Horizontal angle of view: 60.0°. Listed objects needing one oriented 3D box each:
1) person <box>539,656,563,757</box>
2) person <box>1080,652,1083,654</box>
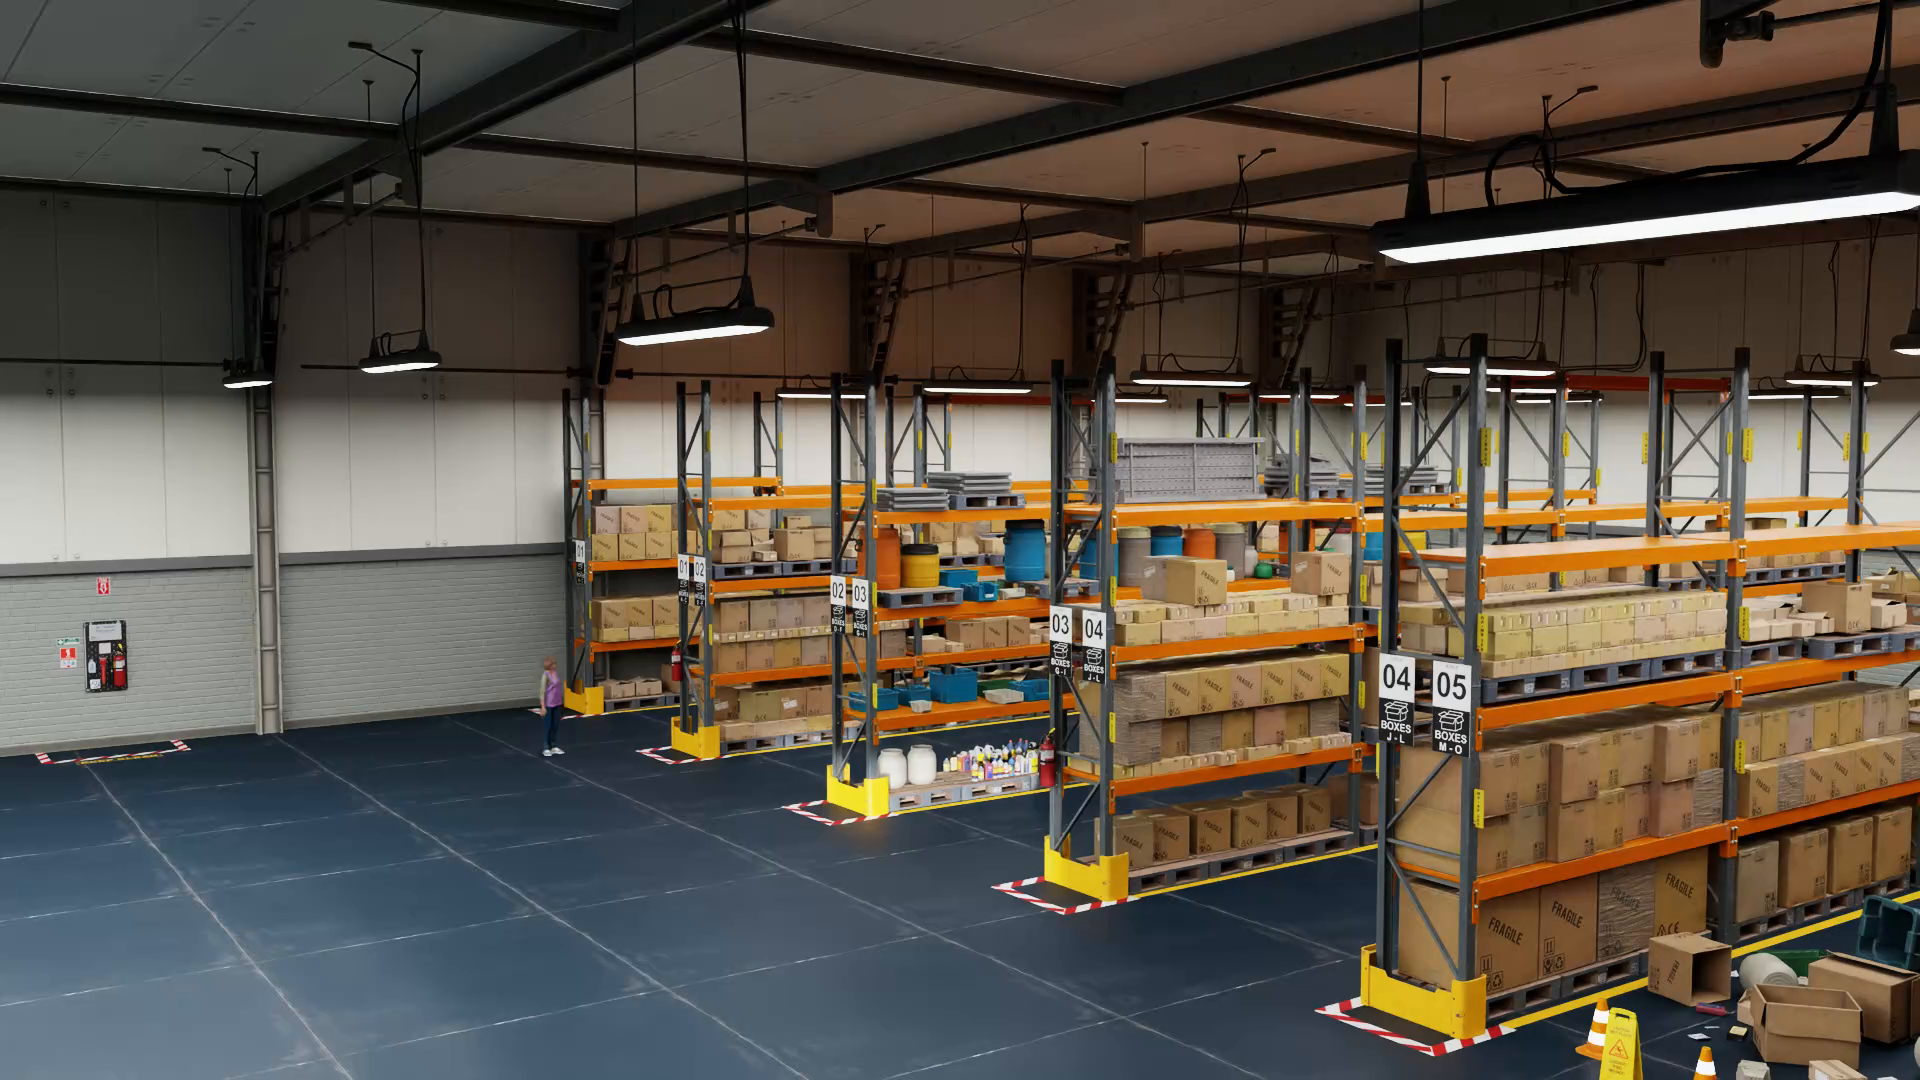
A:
[{"bbox_3d":[-6.549,2.658,26.645,0.343,1.603,0.520,2,4,25],"label":"person"},{"bbox_3d":[2.673,2.119,33.601,1.125,1.710,0.630,-3,5,-36],"label":"person"}]
